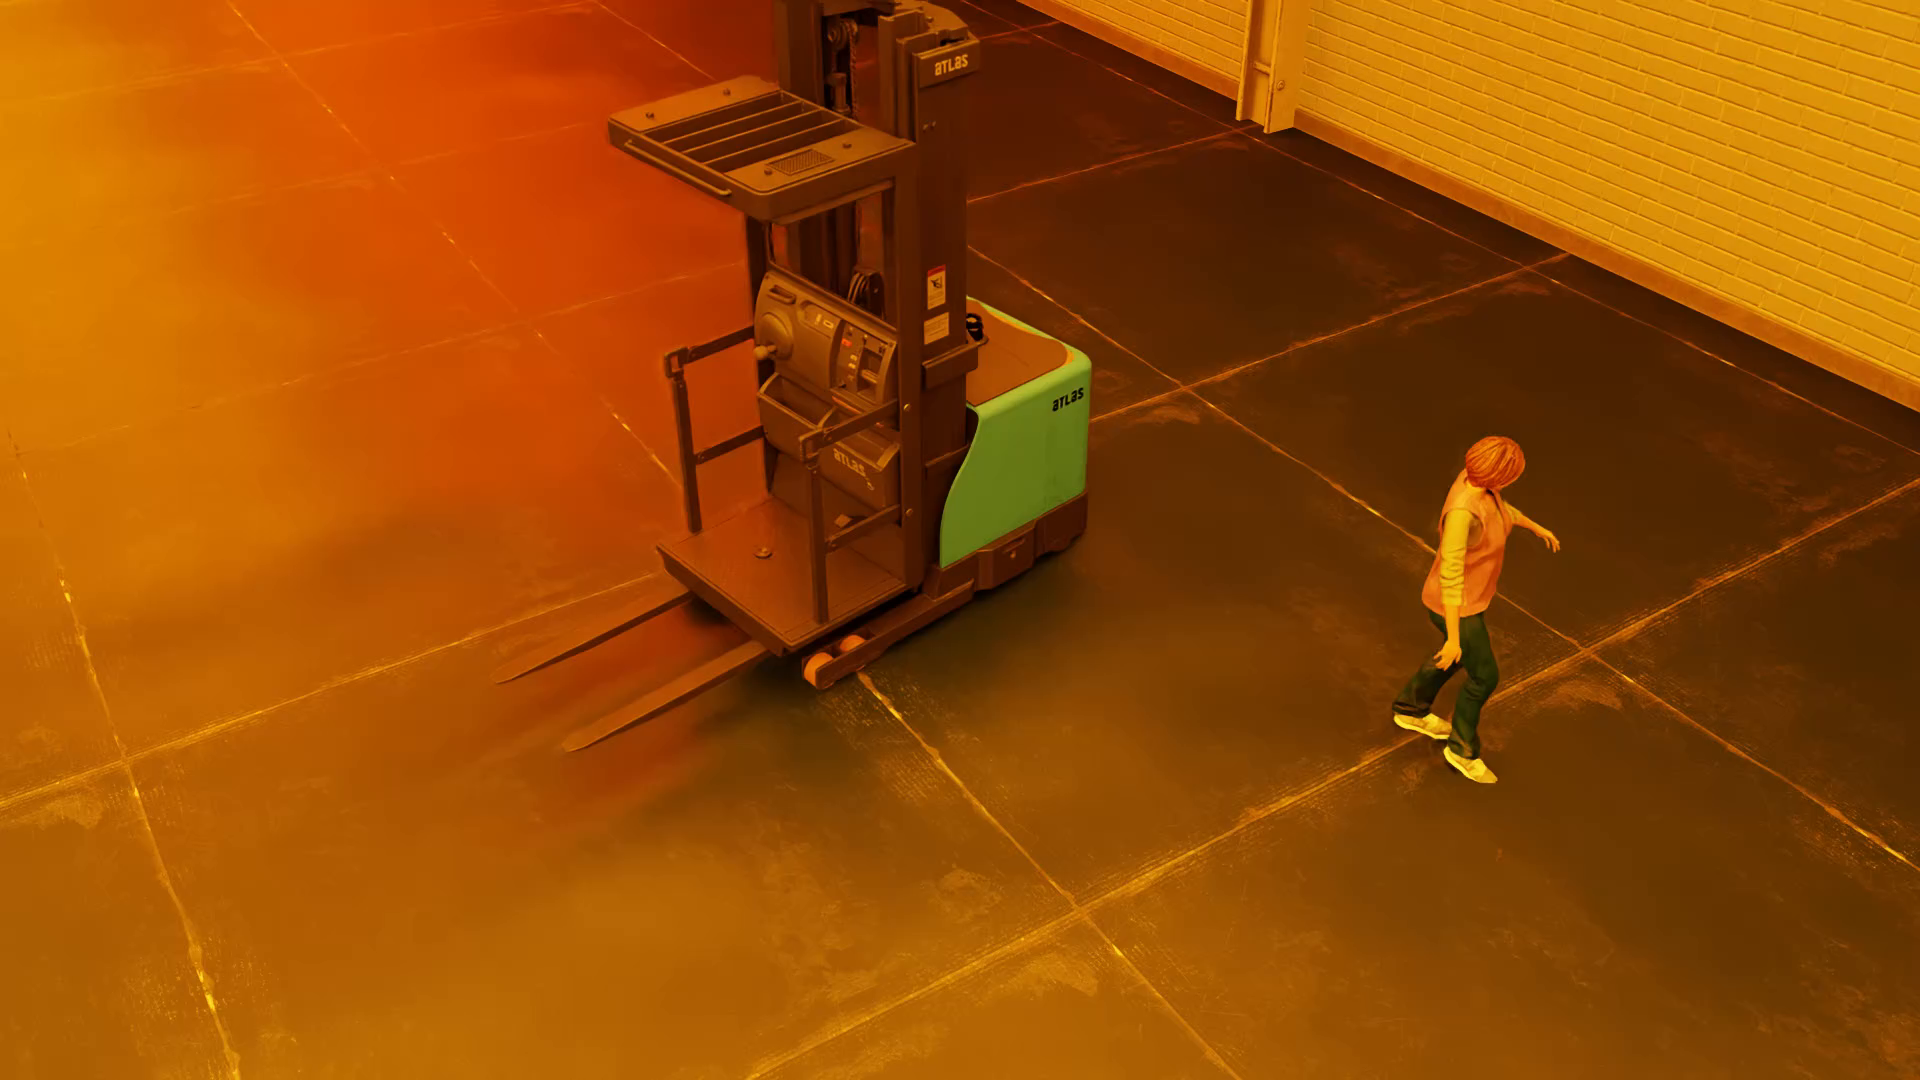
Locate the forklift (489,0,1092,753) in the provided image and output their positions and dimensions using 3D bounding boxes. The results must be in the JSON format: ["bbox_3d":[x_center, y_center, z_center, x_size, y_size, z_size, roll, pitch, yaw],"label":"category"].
[{"bbox_3d":[-0.766,-0.848,7.355,3.031,2.935,1.130,-28,44,-34],"label":"forklift"}]

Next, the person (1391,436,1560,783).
[{"bbox_3d":[2.155,0.292,6.960,0.529,1.607,0.835,16,38,22],"label":"person"}]
